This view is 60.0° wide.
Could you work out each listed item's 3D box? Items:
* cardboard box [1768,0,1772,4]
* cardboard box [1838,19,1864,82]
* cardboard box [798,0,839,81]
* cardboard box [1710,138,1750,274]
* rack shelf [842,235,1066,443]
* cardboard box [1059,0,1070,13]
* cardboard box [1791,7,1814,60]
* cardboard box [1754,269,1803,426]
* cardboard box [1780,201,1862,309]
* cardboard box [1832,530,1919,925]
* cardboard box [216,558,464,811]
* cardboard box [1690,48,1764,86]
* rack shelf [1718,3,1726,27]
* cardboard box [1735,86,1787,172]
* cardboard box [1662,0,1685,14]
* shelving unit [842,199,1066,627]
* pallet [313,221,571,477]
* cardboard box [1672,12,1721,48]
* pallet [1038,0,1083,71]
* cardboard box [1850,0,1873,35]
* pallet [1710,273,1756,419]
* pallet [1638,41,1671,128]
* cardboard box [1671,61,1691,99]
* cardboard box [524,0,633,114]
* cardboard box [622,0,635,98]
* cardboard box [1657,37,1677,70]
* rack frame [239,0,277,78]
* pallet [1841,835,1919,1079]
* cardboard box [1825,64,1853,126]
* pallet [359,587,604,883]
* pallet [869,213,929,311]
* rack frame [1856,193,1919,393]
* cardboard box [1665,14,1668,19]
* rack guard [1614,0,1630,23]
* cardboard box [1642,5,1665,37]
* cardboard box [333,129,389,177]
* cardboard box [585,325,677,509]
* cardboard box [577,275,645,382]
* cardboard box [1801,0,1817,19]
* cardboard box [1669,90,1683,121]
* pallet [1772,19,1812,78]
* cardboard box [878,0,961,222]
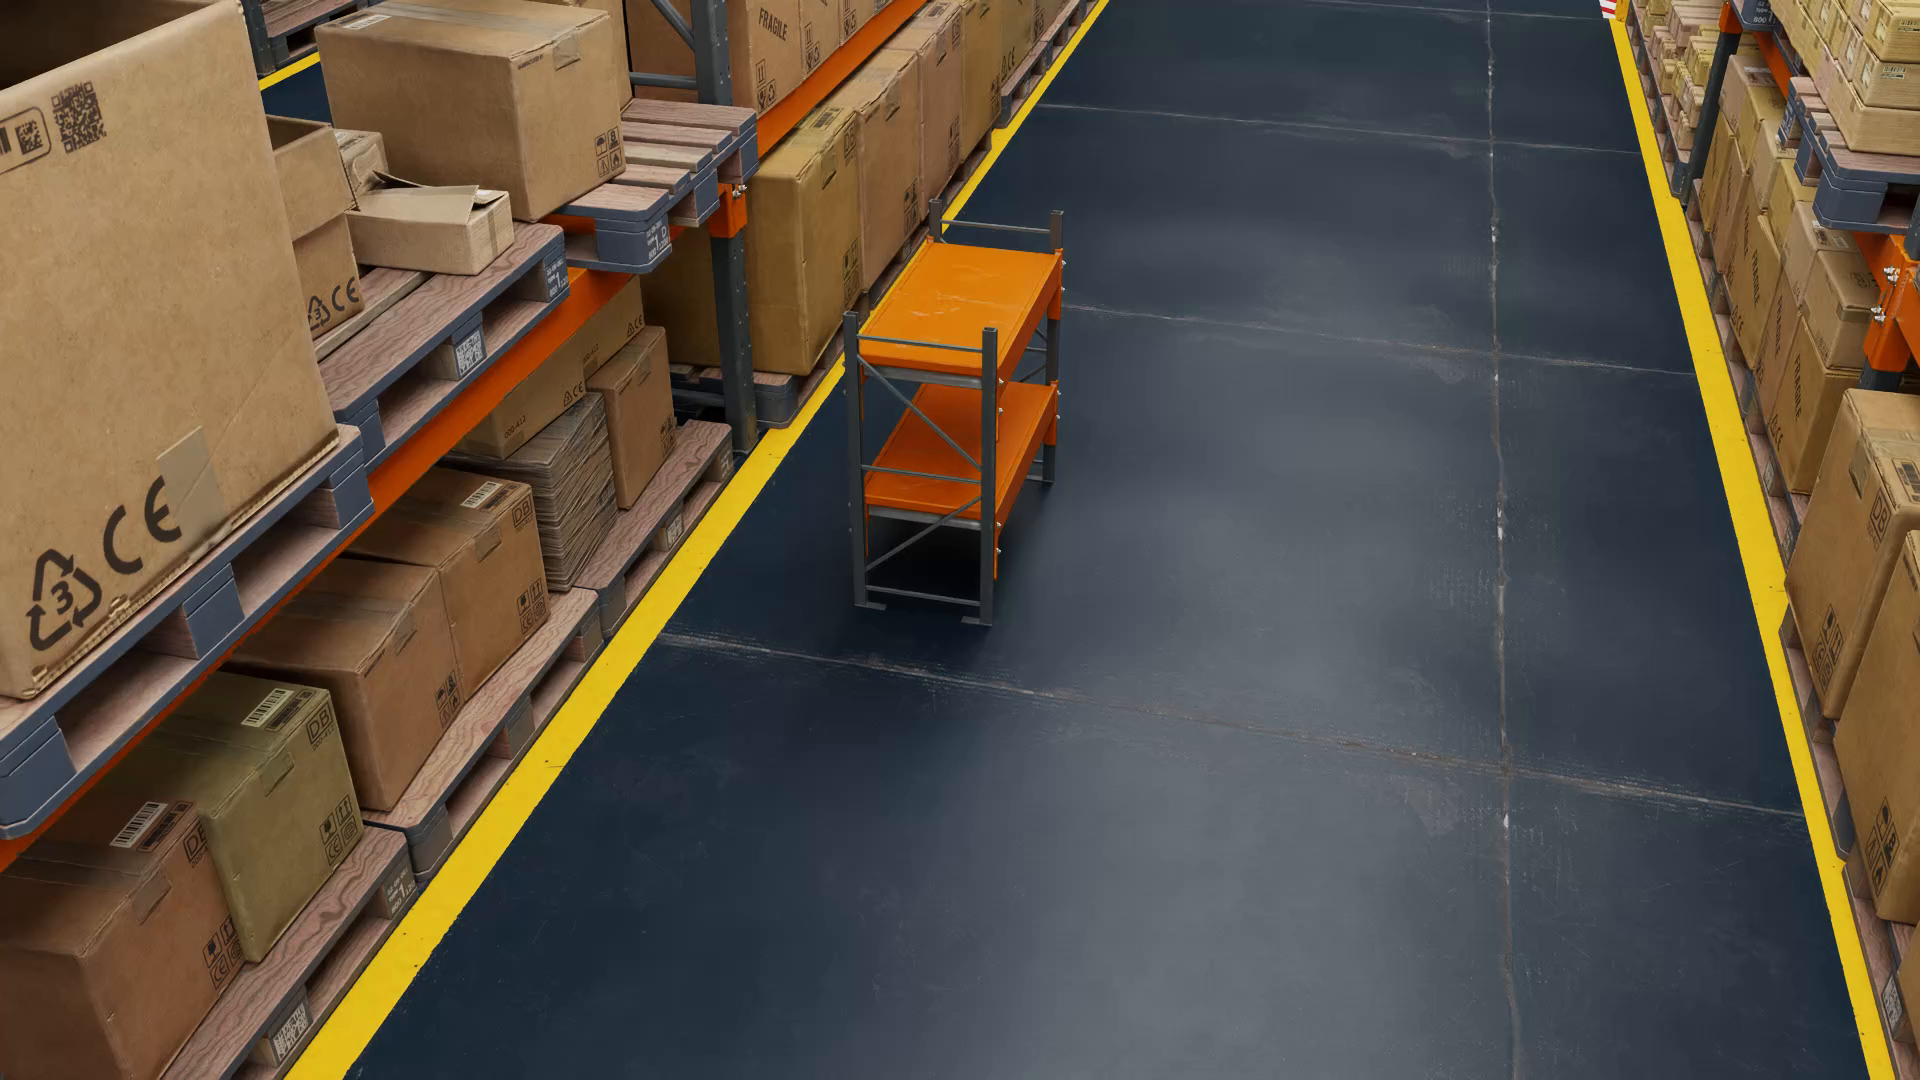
[{"bbox_3d":[3.584,-2.305,6.923,0.380,0.149,0.250,7,33,12],"label":"cardboard box"},{"bbox_3d":[3.191,-1.633,5.588,0.380,0.149,0.250,9,34,14],"label":"cardboard box"},{"bbox_3d":[-0.817,-2.232,6.871,0.500,0.500,0.500,7,33,11],"label":"cardboard box"},{"bbox_3d":[3.878,-1.555,7.838,0.500,0.500,0.500,10,34,15],"label":"cardboard box"},{"bbox_3d":[0.002,-0.725,5.797,0.538,0.278,1.000,8,33,12],"label":"rack shelf"},{"bbox_3d":[0.382,-4.323,11.844,0.875,0.875,0.875,8,33,12],"label":"cardboard box"},{"bbox_3d":[3.383,-1.899,6.284,0.380,0.149,0.250,7,33,10],"label":"cardboard box"},{"bbox_3d":[3.489,-0.747,6.568,0.500,0.500,0.500,9,34,14],"label":"cardboard box"},{"bbox_3d":[3.477,-1.072,6.379,0.500,0.250,0.500,8,33,13],"label":"cardboard box"},{"bbox_3d":[2.979,0.551,4.292,1.050,0.750,0.750,9,33,13],"label":"cardboard box"},{"bbox_3d":[-1.890,0.387,4.764,0.700,0.500,0.500,5,33,8],"label":"cardboard box"},{"bbox_3d":[4.320,-2.638,9.314,0.380,0.149,0.250,8,33,13],"label":"cardboard box"},{"bbox_3d":[4.962,-3.789,10.084,1.077,0.370,4.000,8,33,12],"label":"rack shelf"},{"bbox_3d":[3.879,-1.869,7.634,0.500,0.250,0.500,9,34,14],"label":"cardboard box"},{"bbox_3d":[4.693,-3.444,10.583,0.380,0.149,0.250,9,33,13],"label":"cardboard box"},{"bbox_3d":[0.002,-0.478,5.954,0.538,1.125,1.048,8,33,12],"label":"shelving unit"},{"bbox_3d":[-1.795,-0.593,4.565,1.003,0.211,1.213,8,33,12],"label":"pallet"},{"bbox_3d":[4.497,-3.045,9.955,0.380,0.149,0.250,6,33,10],"label":"cardboard box"},{"bbox_3d":[0.259,-3.624,11.754,1.003,0.211,1.213,8,33,12],"label":"pallet"},{"bbox_3d":[3.187,-1.748,5.491,0.380,0.149,0.250,8,33,12],"label":"cardboard box"},{"bbox_3d":[3.951,-0.838,7.372,1.003,0.211,1.213,8,33,12],"label":"pallet"},{"bbox_3d":[4.899,-2.866,10.562,1.003,0.211,1.213,8,33,12],"label":"pallet"},{"bbox_3d":[4.335,-2.644,9.602,0.380,0.149,0.250,7,33,11],"label":"cardboard box"},{"bbox_3d":[-1.431,-1.640,5.549,0.500,0.500,0.500,4,33,6],"label":"cardboard box"},{"bbox_3d":[-1.447,-2.038,6.567,0.500,0.500,0.500,9,34,14],"label":"cardboard box"},{"bbox_3d":[4.648,-3.071,10.551,0.380,0.149,0.250,8,33,12],"label":"cardboard box"},{"bbox_3d":[-5.108,-4.456,10.464,1.000,3.000,0.127,8,33,12],"label":"rack frame"},{"bbox_3d":[2.855,1.228,4.122,1.003,0.211,1.213,8,33,12],"label":"pallet"},{"bbox_3d":[3.185,-1.497,5.652,0.380,0.149,0.250,8,33,12],"label":"cardboard box"},{"bbox_3d":[-1.844,0.507,5.256,1.003,0.211,1.213,8,33,12],"label":"pallet"},{"bbox_3d":[-0.748,-1.560,8.507,1.003,0.211,1.213,8,33,12],"label":"pallet"},{"bbox_3d":[3.440,-0.979,4.994,1.000,3.000,0.127,8,33,12],"label":"rack frame"},{"bbox_3d":[4.842,-3.450,10.870,0.380,0.149,0.250,6,33,10],"label":"cardboard box"},{"bbox_3d":[5.451,-4.036,12.132,1.175,0.500,0.348,8,33,12],"label":"rack guard"},{"bbox_3d":[4.813,-3.481,11.196,0.380,0.149,0.250,8,33,13],"label":"cardboard box"},{"bbox_3d":[-1.980,-0.982,4.747,0.500,0.250,0.500,7,33,11],"label":"cardboard box"},{"bbox_3d":[-1.483,-0.487,6.140,0.700,0.500,0.500,6,33,10],"label":"cardboard box"},{"bbox_3d":[-1.473,-0.802,5.936,0.500,0.250,0.500,9,34,14],"label":"cardboard box"},{"bbox_3d":[3.384,-2.028,6.210,0.380,0.149,0.250,8,33,12],"label":"cardboard box"},{"bbox_3d":[4.376,-2.548,9.728,0.380,0.149,0.250,7,33,11],"label":"cardboard box"},{"bbox_3d":[3.902,-1.931,6.670,1.003,0.211,1.213,8,33,12],"label":"pallet"},{"bbox_3d":[-0.686,-2.264,8.604,1.225,0.875,0.875,7,33,11],"label":"cardboard box"}]
